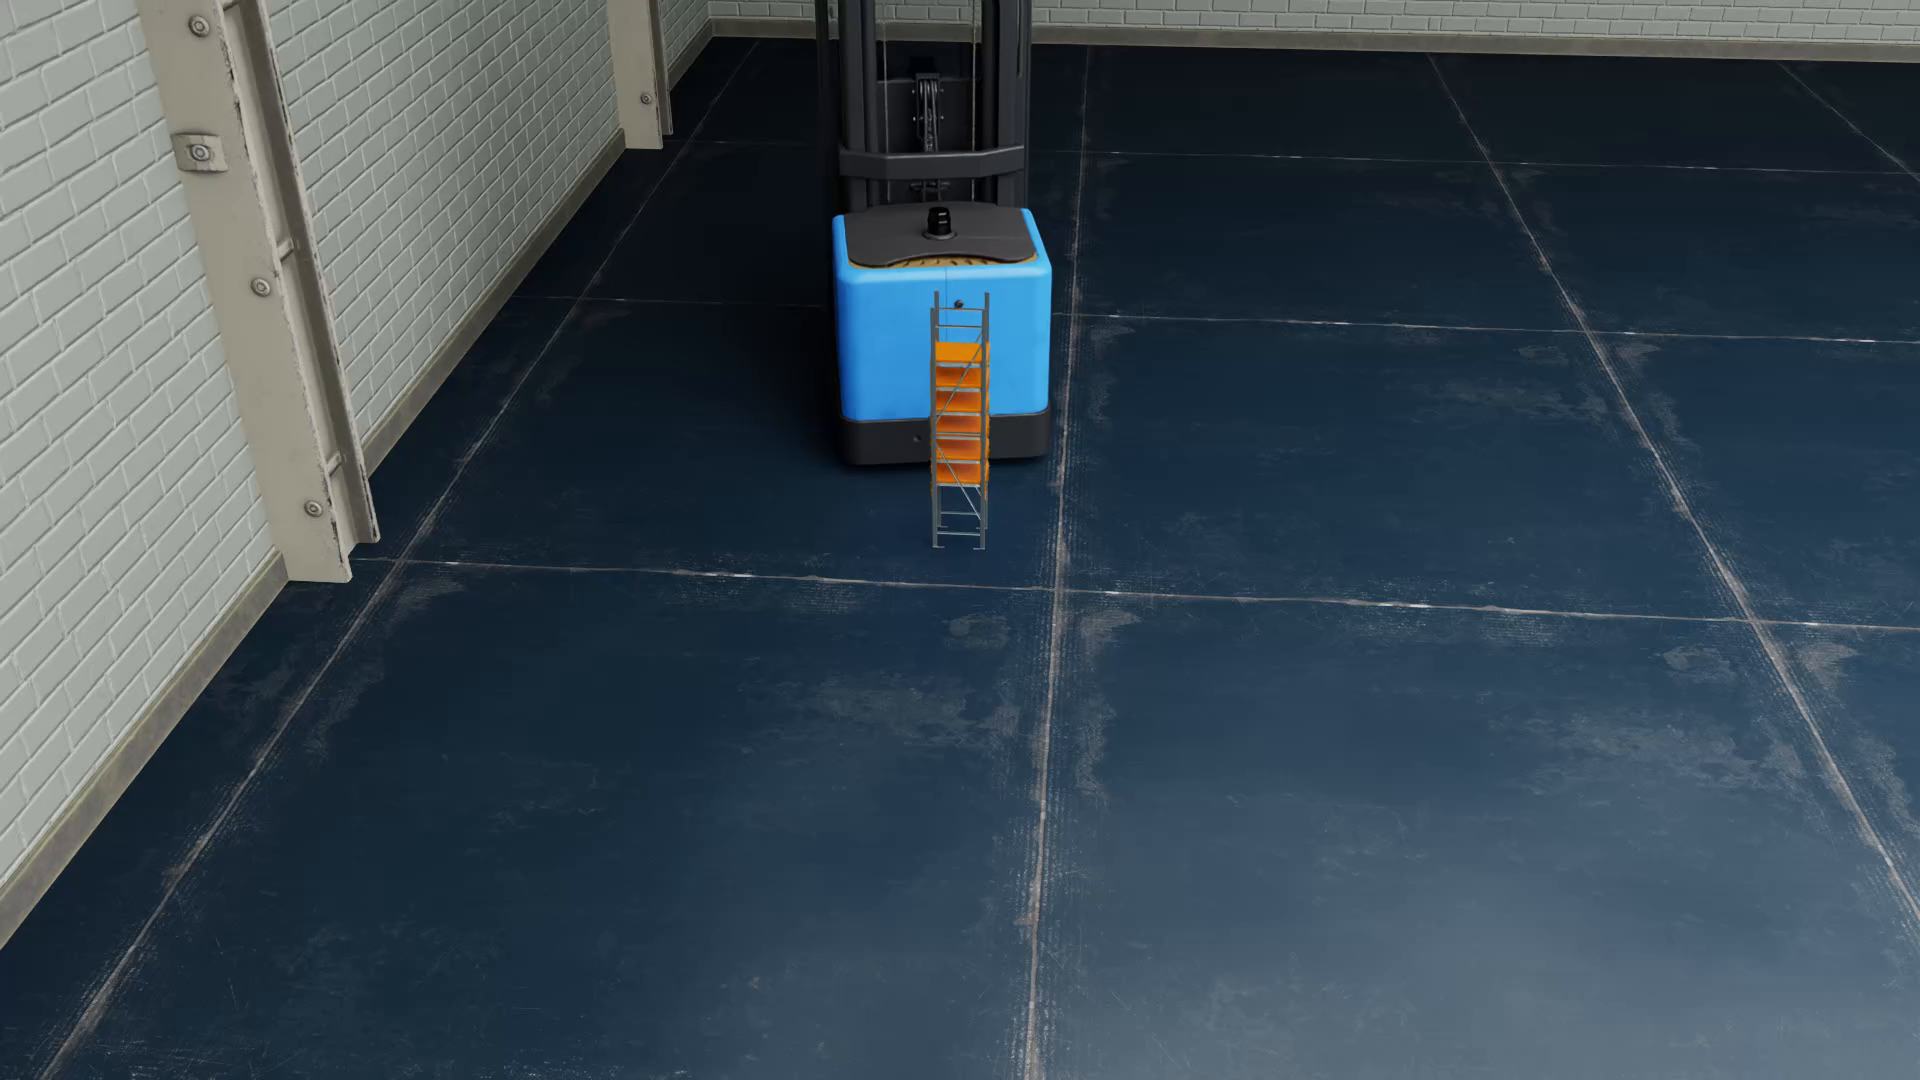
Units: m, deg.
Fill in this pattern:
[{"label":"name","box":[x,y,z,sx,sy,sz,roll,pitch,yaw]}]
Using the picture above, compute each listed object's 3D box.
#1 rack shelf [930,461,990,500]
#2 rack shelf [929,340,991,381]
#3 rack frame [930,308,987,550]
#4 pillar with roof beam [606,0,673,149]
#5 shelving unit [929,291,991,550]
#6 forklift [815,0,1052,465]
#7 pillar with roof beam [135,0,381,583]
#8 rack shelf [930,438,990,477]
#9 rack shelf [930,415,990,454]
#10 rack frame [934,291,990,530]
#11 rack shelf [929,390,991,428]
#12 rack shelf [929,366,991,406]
[{"label":"rack shelf","box":[0.001,-0.276,7.597,0.258,0.103,0.180,2,32,4]},{"label":"rack shelf","box":[0.001,-0.787,7.282,0.258,0.103,0.180,2,32,4]},{"label":"rack frame","box":[-0.006,-0.471,7.370,0.240,1.200,0.006,2,32,4]},{"label":"pillar with roof beam","box":[1.903,-6.703,10.050,9.100,9.000,0.400,2,32,4]},{"label":"shelving unit","box":[0.001,-0.518,7.447,0.258,1.200,0.189,2,32,4]},{"label":"forklift","box":[-0.208,-2.369,8.800,1.130,2.935,3.031,-3,32,-5]},{"label":"pillar with roof beam","box":[1.414,-3.566,4.959,9.100,9.000,0.400,2,32,4]},{"label":"rack shelf","box":[0.001,-0.378,7.534,0.258,0.103,0.180,2,32,4]},{"label":"rack shelf","box":[0.001,-0.481,7.471,0.258,0.103,0.180,2,32,4]},{"label":"rack frame","box":[0.009,-0.566,7.525,0.240,1.200,0.006,2,32,4]},{"label":"rack shelf","box":[0.001,-0.583,7.408,0.258,0.103,0.180,2,32,4]},{"label":"rack shelf","box":[0.001,-0.685,7.345,0.258,0.103,0.180,2,32,4]}]
